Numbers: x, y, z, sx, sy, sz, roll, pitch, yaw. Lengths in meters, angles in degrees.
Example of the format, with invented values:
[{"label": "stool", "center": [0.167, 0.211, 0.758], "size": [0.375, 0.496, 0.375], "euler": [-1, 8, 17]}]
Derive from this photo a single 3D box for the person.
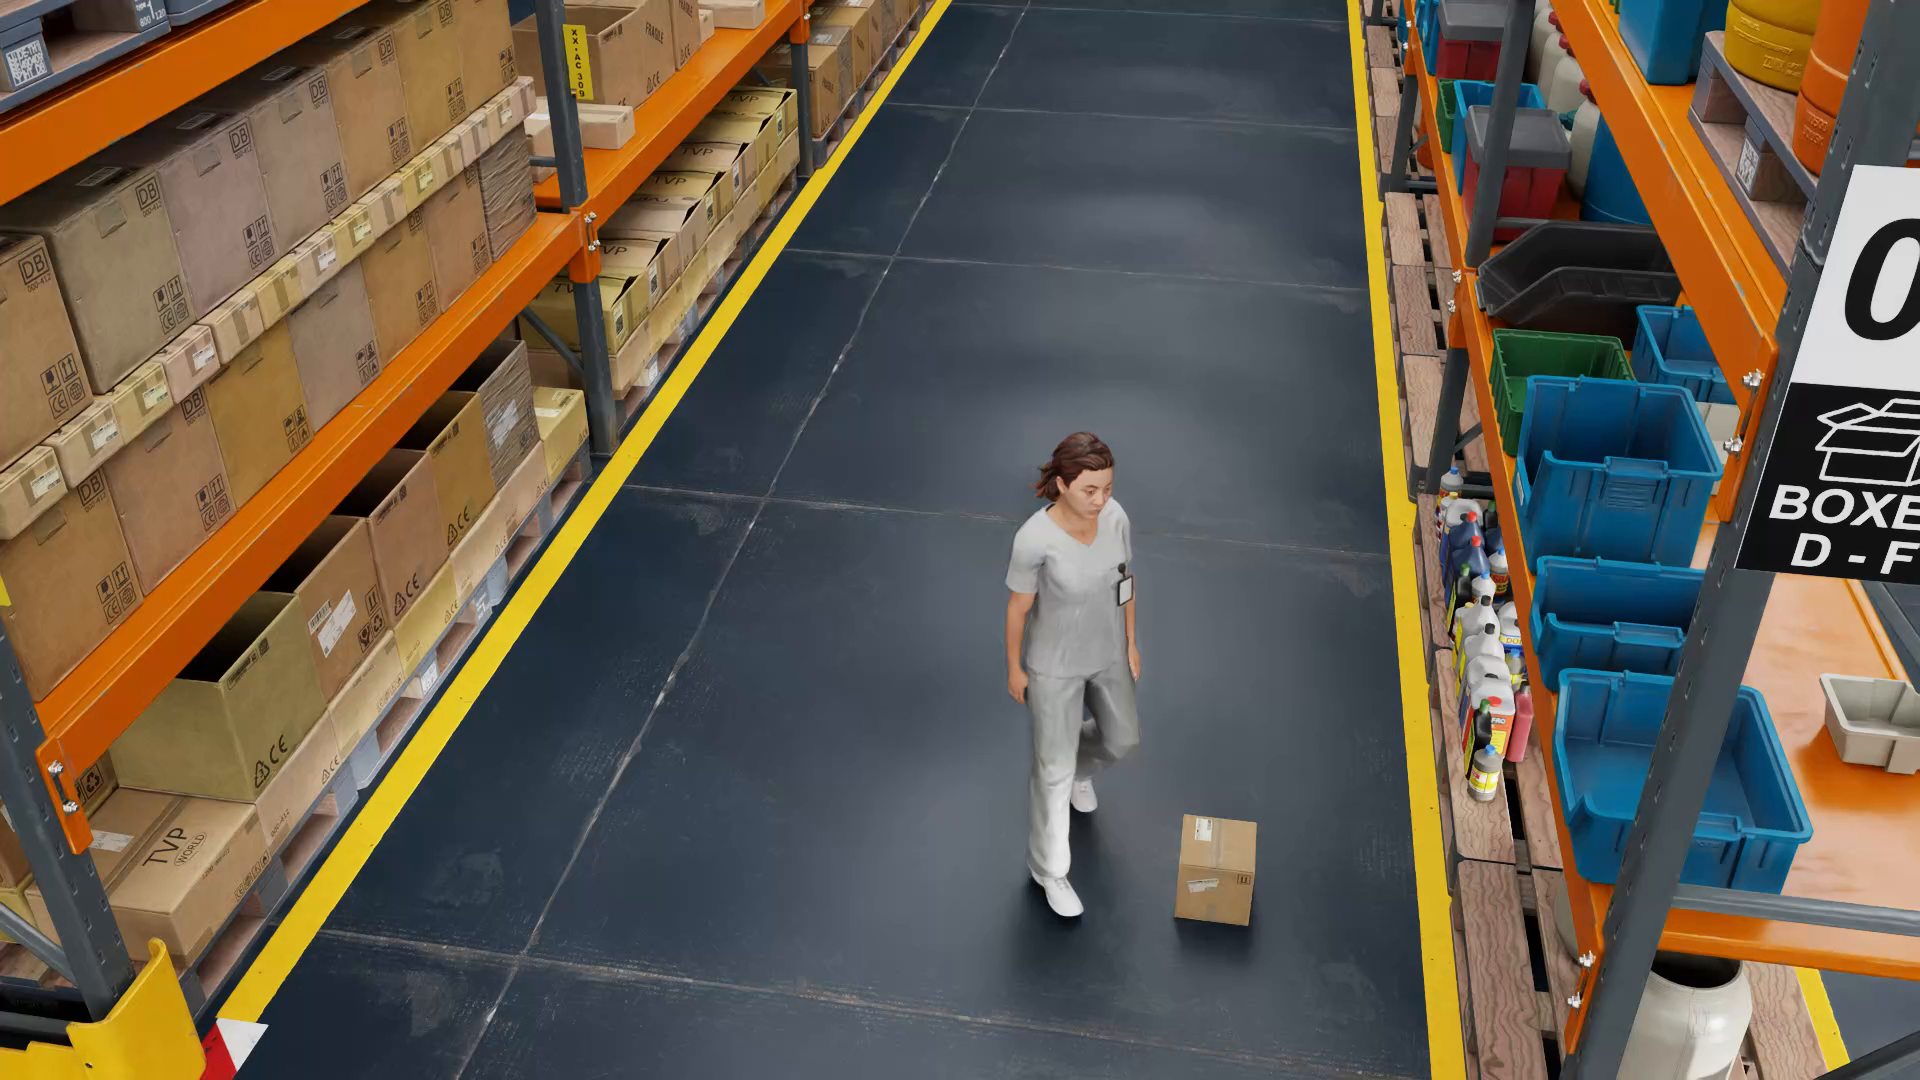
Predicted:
[{"label": "person", "center": [0.385, 0.394, 5.514], "size": [0.481, 1.663, 0.668], "euler": [-17, 36, -25]}]
